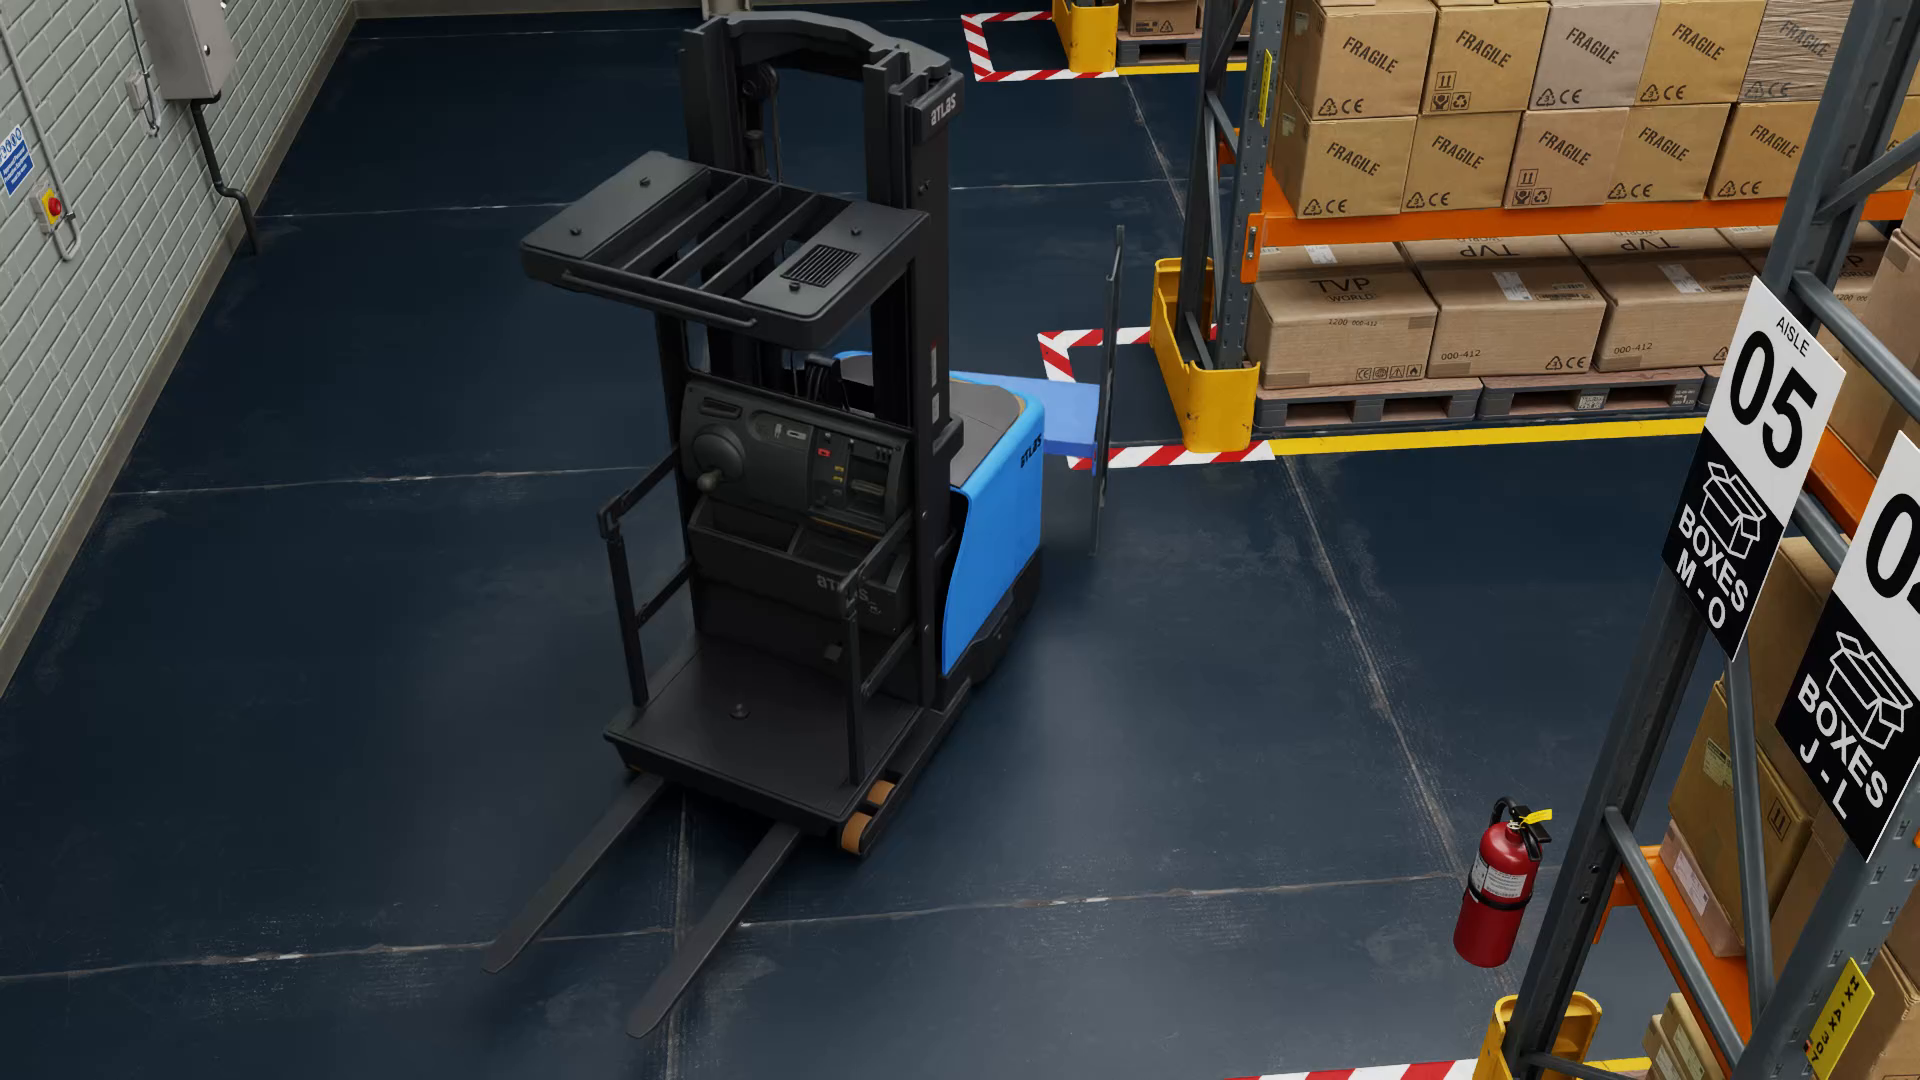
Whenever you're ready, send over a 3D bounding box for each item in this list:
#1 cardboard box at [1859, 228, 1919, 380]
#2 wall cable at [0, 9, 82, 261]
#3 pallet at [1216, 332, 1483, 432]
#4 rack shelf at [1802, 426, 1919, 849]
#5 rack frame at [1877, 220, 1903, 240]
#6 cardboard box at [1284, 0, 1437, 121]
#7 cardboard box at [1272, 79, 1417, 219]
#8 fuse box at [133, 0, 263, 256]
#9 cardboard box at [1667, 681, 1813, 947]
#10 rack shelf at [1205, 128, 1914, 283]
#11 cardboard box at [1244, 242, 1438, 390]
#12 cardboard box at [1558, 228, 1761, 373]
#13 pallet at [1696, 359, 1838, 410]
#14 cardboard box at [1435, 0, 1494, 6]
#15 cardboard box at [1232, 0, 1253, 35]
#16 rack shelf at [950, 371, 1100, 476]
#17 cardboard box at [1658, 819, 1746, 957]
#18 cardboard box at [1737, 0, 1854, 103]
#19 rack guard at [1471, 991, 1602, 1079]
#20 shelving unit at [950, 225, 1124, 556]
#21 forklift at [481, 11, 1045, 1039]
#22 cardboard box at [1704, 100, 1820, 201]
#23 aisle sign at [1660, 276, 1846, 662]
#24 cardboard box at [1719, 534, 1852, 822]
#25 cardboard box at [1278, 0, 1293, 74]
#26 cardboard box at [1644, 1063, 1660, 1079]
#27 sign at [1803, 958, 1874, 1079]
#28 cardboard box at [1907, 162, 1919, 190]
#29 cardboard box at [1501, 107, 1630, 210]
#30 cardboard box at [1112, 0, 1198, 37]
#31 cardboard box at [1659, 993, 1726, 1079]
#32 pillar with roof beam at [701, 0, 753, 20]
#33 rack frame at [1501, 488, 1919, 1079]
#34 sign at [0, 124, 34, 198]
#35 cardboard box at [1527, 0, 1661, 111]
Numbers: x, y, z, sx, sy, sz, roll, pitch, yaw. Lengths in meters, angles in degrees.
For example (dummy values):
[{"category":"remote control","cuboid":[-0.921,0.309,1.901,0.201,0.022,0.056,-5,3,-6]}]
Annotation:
[{"category":"cardboard box","cuboid":[2.298,-0.444,3.510,0.500,0.250,0.500,-4,38,-5]},{"category":"wall cable","cuboid":[-4.292,-2.083,7.445,0.123,1.953,0.585,-3,38,-4]},{"category":"pallet","cuboid":[2.112,-0.993,9.160,1.213,0.211,1.003,-3,38,-4]},{"category":"rack shelf","cuboid":[3.854,0.048,3.749,4.000,0.370,1.077,-3,38,-4]},{"category":"rack frame","cuboid":[5.307,-2.215,8.458,0.127,3.000,1.000,-3,38,-4]},{"category":"cardboard box","cuboid":[1.826,-2.278,7.650,0.500,0.500,0.500,-4,38,-5]},{"category":"cardboard box","cuboid":[1.826,-1.884,7.958,0.500,0.500,0.500,-3,38,-4]},{"category":"fuse box","cuboid":[-4.333,-2.470,9.821,0.414,1.711,0.539,-3,38,-4]},{"category":"cardboard box","cuboid":[2.287,0.713,4.426,0.500,0.500,0.500,-2,38,-3]},{"category":"rack shelf","cuboid":[3.315,-1.823,8.542,4.000,0.370,1.077,-3,38,-4]},{"category":"cardboard box","cuboid":[1.971,-1.253,8.968,0.875,0.438,0.875,-4,38,-6]},{"category":"cardboard box","cuboid":[3.780,-1.357,9.099,0.875,0.438,0.875,-4,38,-5]},{"category":"pallet","cuboid":[4.543,-1.127,9.330,1.213,0.211,1.003,-3,38,-4]},{"category":"cardboard box","cuboid":[2.225,-2.533,7.449,0.250,0.149,0.380,-2,38,-3]},{"category":"cardboard box","cuboid":[2.352,-4.240,12.703,0.500,0.500,0.700,-2,38,-2]},{"category":"rack shelf","cuboid":[0.176,-0.577,7.883,1.000,0.185,0.538,6,39,8]},{"category":"cardboard box","cuboid":[2.162,0.959,4.638,0.250,0.149,0.380,-3,38,-4]},{"category":"cardboard box","cuboid":[3.849,-2.394,7.797,0.500,0.500,0.500,-3,38,-3]},{"category":"rack guard","cuboid":[1.938,2.030,5.096,0.348,0.500,1.175,-3,38,-4]},{"category":"shelving unit","cuboid":[0.176,-0.718,7.772,1.048,1.500,0.538,6,39,8]},{"category":"forklift","cuboid":[-0.718,-0.232,6.000,1.130,2.935,3.031,17,41,20]},{"category":"cardboard box","cuboid":[3.856,-2.003,8.108,0.500,0.500,0.500,-4,38,-5]},{"category":"aisle sign","cuboid":[1.763,-0.149,3.740,0.004,0.787,0.394,-3,38,-4]},{"category":"cardboard box","cuboid":[2.296,0.326,4.110,0.500,0.500,0.500,-4,38,-5]},{"category":"cardboard box","cuboid":[1.782,-2.601,8.059,0.500,0.500,0.500,-2,38,-2]},{"category":"cardboard box","cuboid":[2.368,1.850,5.269,0.250,0.149,0.380,-3,38,-3]},{"category":"sign","cuboid":[1.910,1.048,3.624,0.005,0.325,0.100,-3,38,-4]},{"category":"cardboard box","cuboid":[4.868,-2.071,8.195,0.500,0.500,0.500,-3,38,-4]},{"category":"cardboard box","cuboid":[2.836,-1.946,8.036,0.500,0.500,0.500,-3,38,-4]},{"category":"cardboard box","cuboid":[1.497,-4.218,12.673,0.637,0.503,0.797,-5,39,-6]},{"category":"cardboard box","cuboid":[2.367,1.588,5.120,0.250,0.149,0.380,-3,38,-3]},{"category":"pillar with roof beam","cuboid":[-1.505,-5.165,7.354,0.400,9.000,9.100,-3,38,-4]},{"category":"rack frame","cuboid":[1.862,1.053,4.316,0.127,3.000,1.000,-3,38,-4]},{"category":"sign","cuboid":[-4.348,-1.745,7.644,0.001,0.218,0.327,-3,38,-4]},{"category":"cardboard box","cuboid":[2.852,-2.344,7.733,0.500,0.500,0.500,-3,38,-4]}]
